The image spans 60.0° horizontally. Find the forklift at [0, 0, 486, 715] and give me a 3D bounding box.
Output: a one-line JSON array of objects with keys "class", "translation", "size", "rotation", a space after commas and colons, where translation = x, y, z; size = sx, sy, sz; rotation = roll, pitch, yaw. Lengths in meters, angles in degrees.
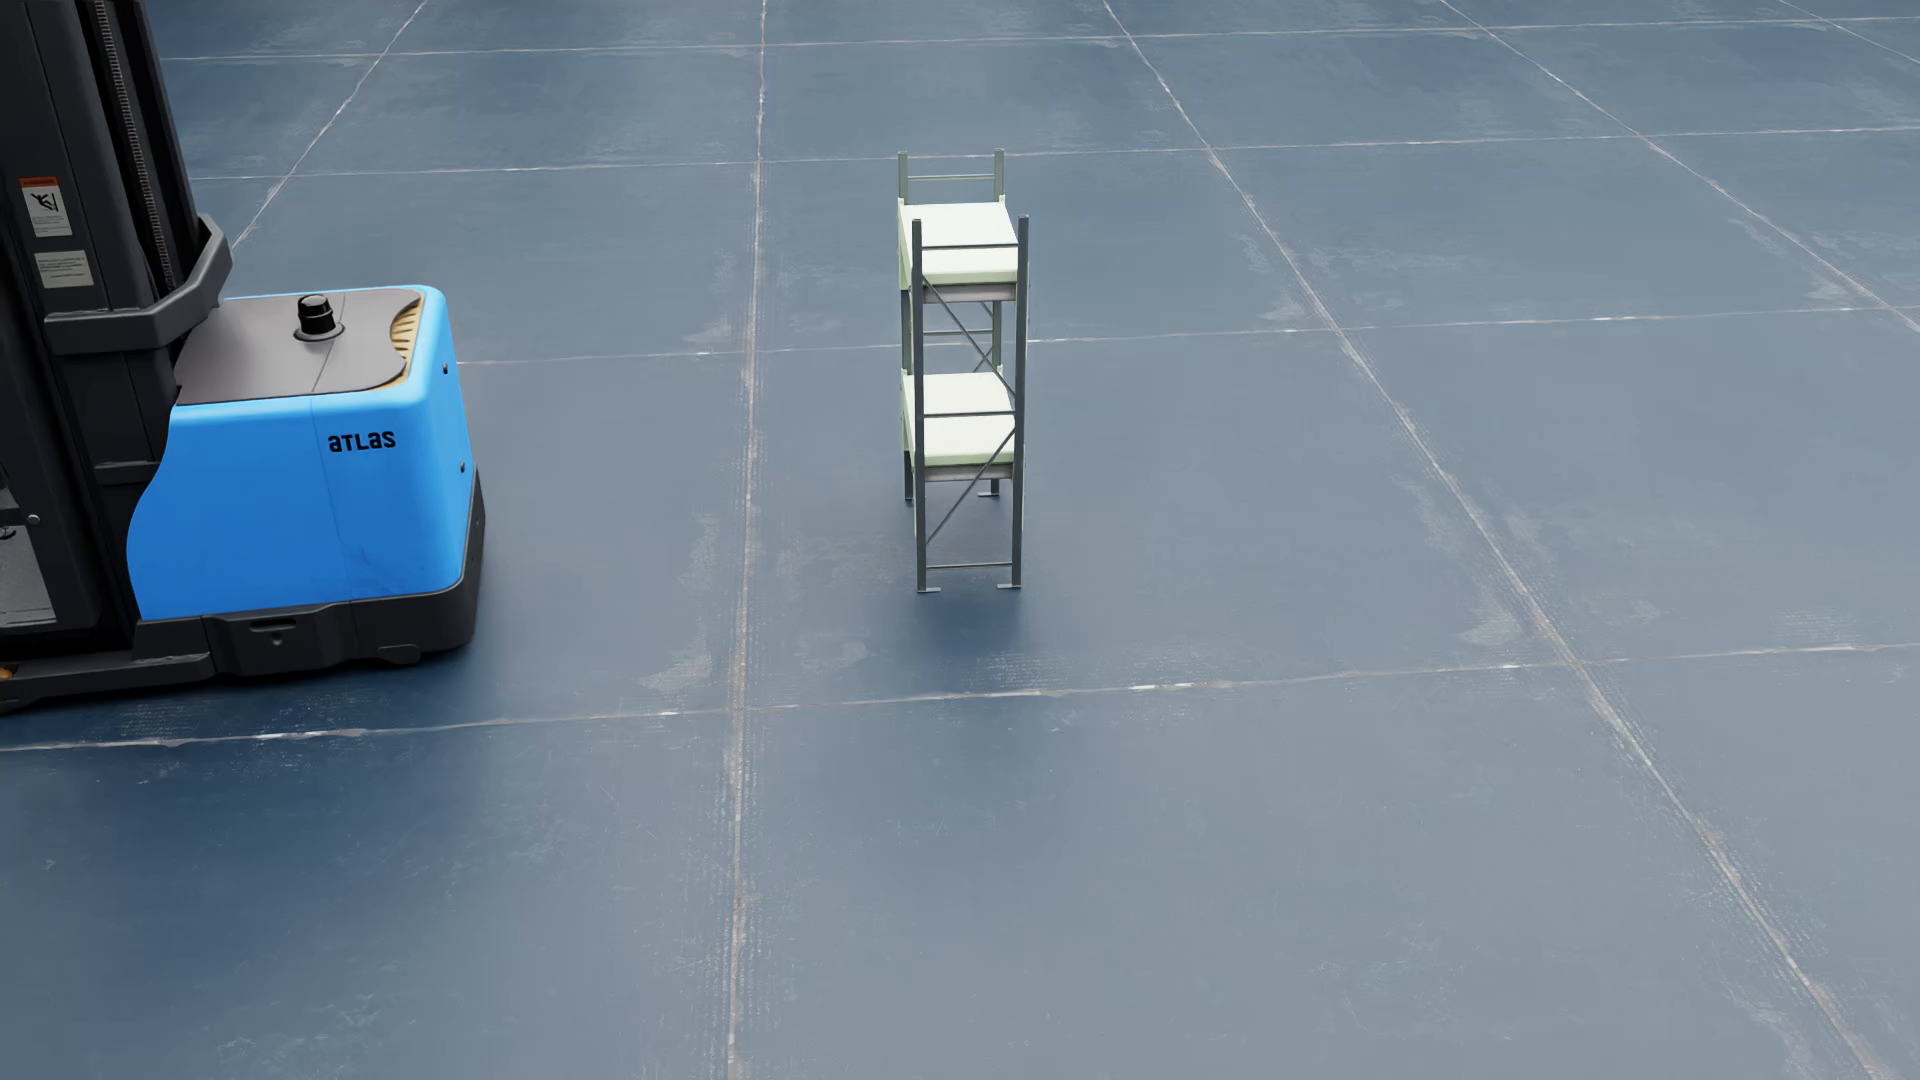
[{"class": "forklift", "translation": [-3.336, -0.928, 5.446], "size": [3.031, 2.935, 1.130], "rotation": [-6, 31, -9]}]

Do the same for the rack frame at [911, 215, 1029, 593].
[{"class": "rack frame", "translation": [0.035, -0.454, 6.047], "size": [0.400, 1.500, 0.023], "rotation": [-3, 31, -5]}]

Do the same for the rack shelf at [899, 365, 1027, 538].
[{"class": "rack shelf", "translation": [0.001, -0.361, 6.527], "size": [0.431, 0.370, 0.720], "rotation": [-3, 31, -5]}]

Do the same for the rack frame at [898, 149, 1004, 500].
[{"class": "rack frame", "translation": [-0.034, -0.827, 6.673], "size": [0.400, 1.500, 0.023], "rotation": [-3, 31, -5]}]

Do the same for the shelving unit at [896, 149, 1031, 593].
[{"class": "shelving unit", "translation": [0.001, -0.640, 6.360], "size": [0.431, 1.500, 0.755], "rotation": [-3, 31, -5]}]

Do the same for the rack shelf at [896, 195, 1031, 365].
[{"class": "rack shelf", "translation": [0.001, -0.976, 6.160], "size": [0.431, 0.370, 0.720], "rotation": [-3, 31, -5]}]
